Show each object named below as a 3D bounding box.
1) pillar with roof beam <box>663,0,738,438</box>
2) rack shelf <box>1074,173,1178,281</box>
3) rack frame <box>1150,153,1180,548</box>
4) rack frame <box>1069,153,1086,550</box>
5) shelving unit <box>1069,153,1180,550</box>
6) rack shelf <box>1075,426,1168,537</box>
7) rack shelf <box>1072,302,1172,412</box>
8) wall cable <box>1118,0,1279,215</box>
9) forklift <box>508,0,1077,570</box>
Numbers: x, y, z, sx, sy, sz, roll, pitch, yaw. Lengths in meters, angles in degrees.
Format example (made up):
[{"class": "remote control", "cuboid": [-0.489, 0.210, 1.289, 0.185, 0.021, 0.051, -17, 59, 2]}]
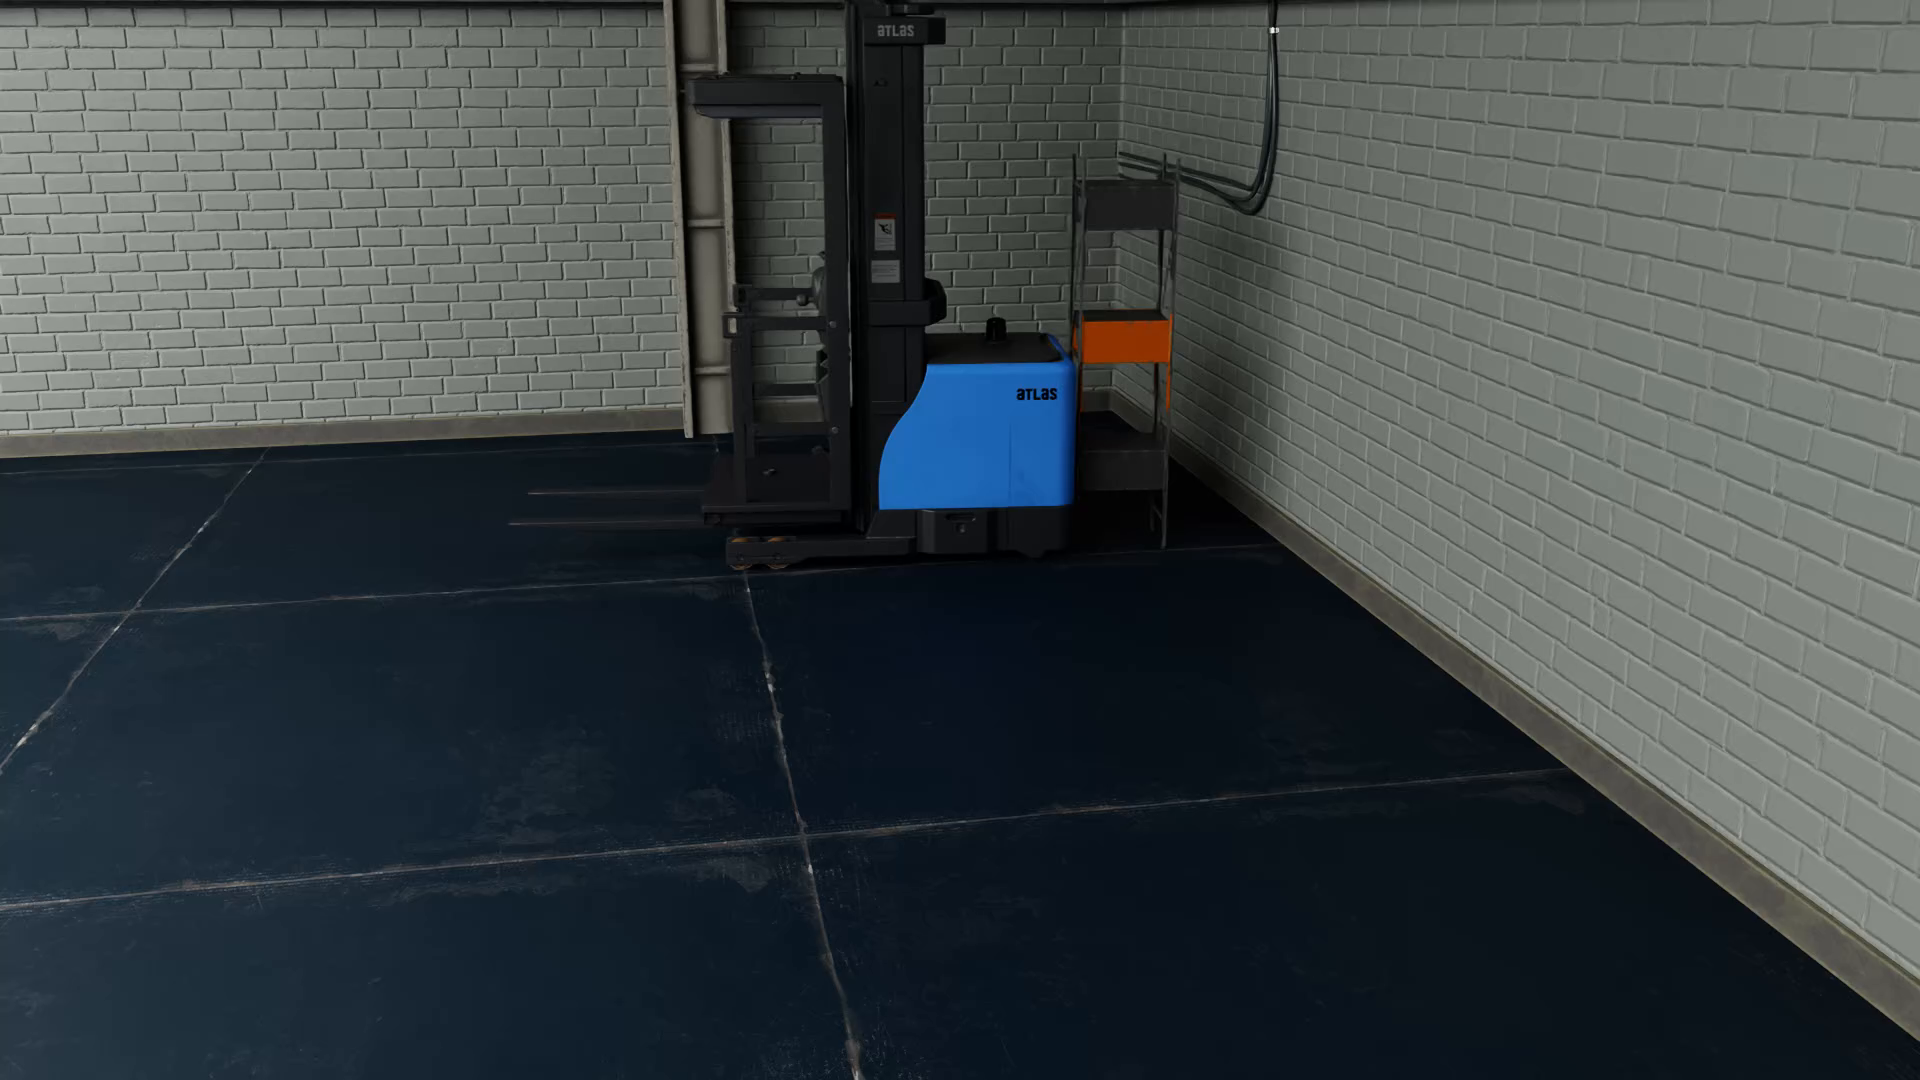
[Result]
[{"class": "pillar with roof beam", "cuboid": [-0.940, -3.832, 6.463, 0.400, 9.000, 9.100, -3, 17, -10]}, {"class": "rack shelf", "cuboid": [0.868, -1.667, 8.827, 0.480, 0.518, 0.431, -1, 17, -4]}, {"class": "rack frame", "cuboid": [1.111, -1.017, 9.045, 0.015, 2.100, 0.400, -1, 17, -4]}, {"class": "rack frame", "cuboid": [0.624, -1.006, 9.011, 0.015, 2.100, 0.400, -1, 17, -4]}, {"class": "shelving unit", "cuboid": [0.868, -1.011, 9.028, 0.503, 2.100, 0.431, -1, 17, -4]}, {"class": "rack shelf", "cuboid": [0.867, -0.329, 9.238, 0.480, 0.518, 0.431, -1, 17, -4]}, {"class": "rack shelf", "cuboid": [0.868, -0.998, 9.032, 0.480, 0.518, 0.431, -1, 17, -4]}, {"class": "wall cable", "cuboid": [1.387, -3.372, 10.252, 0.112, 2.526, 3.097, -3, 17, -10]}, {"class": "forklift", "cuboid": [-0.916, -1.403, 8.889, 3.031, 2.935, 1.130, -1, 17, -4]}]
